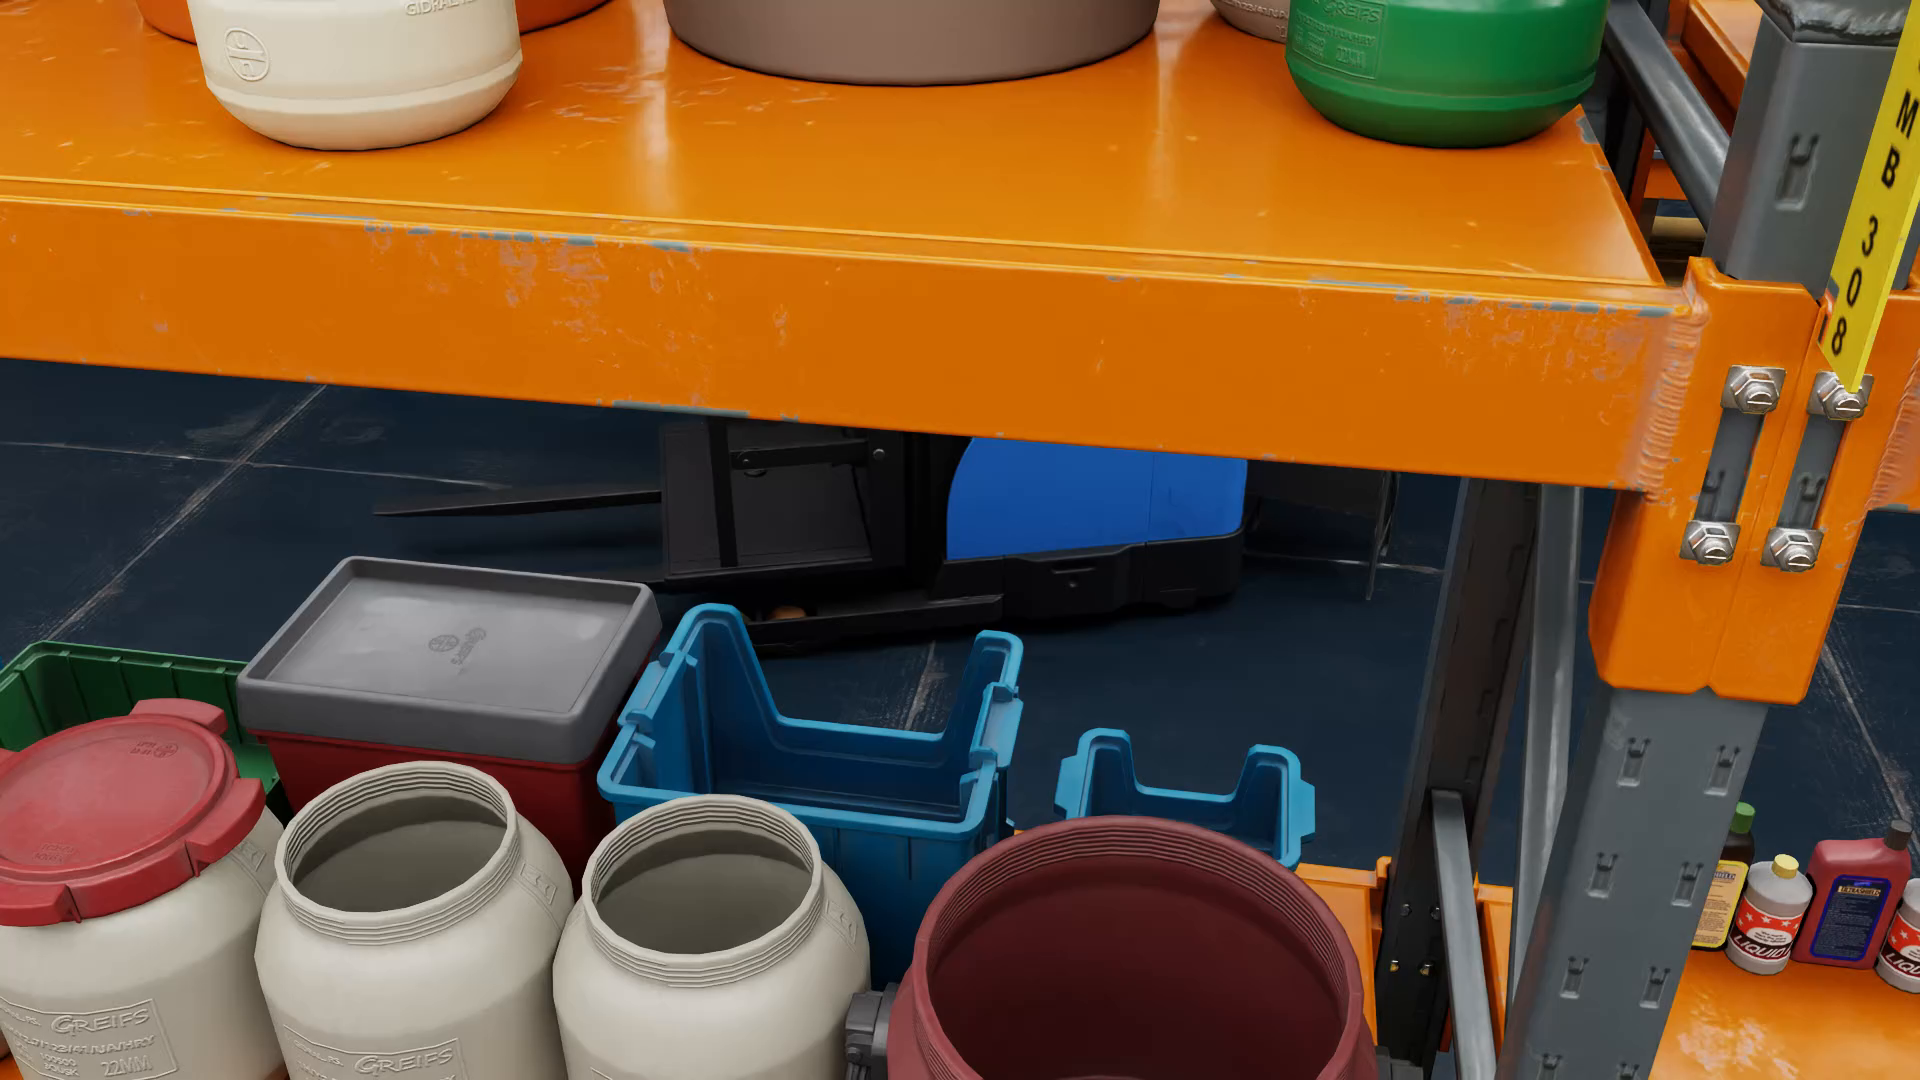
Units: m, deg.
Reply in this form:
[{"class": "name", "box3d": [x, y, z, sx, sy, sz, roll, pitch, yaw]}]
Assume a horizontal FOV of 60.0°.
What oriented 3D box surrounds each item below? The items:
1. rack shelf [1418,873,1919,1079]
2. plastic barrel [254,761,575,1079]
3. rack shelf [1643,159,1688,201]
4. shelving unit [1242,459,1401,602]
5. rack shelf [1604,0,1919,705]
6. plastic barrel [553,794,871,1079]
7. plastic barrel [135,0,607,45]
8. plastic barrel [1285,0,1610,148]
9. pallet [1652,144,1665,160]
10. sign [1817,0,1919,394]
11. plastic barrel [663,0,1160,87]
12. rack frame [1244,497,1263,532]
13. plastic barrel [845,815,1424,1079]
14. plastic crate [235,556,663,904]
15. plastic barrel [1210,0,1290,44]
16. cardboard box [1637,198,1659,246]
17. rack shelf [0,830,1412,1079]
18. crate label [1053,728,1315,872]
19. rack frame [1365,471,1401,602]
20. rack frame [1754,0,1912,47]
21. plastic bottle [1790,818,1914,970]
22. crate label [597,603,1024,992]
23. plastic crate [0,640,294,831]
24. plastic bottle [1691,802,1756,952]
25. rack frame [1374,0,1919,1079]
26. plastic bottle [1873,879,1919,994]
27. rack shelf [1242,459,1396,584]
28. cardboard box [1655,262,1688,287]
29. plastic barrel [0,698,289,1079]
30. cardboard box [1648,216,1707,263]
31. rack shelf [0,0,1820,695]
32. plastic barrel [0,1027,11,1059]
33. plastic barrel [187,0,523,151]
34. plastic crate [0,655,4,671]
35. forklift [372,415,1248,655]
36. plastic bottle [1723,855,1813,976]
[{"class": "rack shelf", "box3d": [2.689, 1.157, 2.252, 4.000, 0.370, 1.077, 5, 32, 8]}, {"class": "plastic barrel", "box3d": [-0.747, 0.609, 2.345, 0.421, 0.512, 0.421, 0, 32, 0]}, {"class": "rack shelf", "box3d": [3.526, -1.433, 6.390, 4.000, 0.370, 1.077, 5, 32, 8]}, {"class": "shelving unit", "box3d": [1.295, -0.819, 5.579, 0.503, 2.100, 0.431, 12, 34, 19]}, {"class": "rack shelf", "box3d": [2.689, -0.114, 1.456, 4.000, 0.370, 1.077, 5, 32, 8]}, {"class": "plastic barrel", "box3d": [-0.332, 0.647, 2.285, 0.421, 0.512, 0.421, 0, 32, 0]}, {"class": "plastic barrel", "box3d": [-0.700, -1.025, 1.828, 0.708, 0.830, 0.600, 5, 32, 8]}, {"class": "plastic barrel", "box3d": [0.466, -0.527, 1.584, 0.294, 0.245, 0.294, 0, 32, 0]}, {"class": "pallet", "box3d": [2.235, -1.811, 6.497, 1.003, 0.211, 1.213, 5, 32, 8]}, {"class": "sign", "box3d": [0.632, -0.265, 1.117, 0.005, 0.325, 0.100, 5, 32, 8]}, {"class": "plastic barrel", "box3d": [-0.055, -0.997, 1.716, 0.600, 0.901, 0.600, 0, 32, 0]}, {"class": "rack frame", "box3d": [1.069, -0.867, 5.657, 0.015, 2.100, 0.400, 12, 34, 19]}, {"class": "plastic barrel", "box3d": [0.209, 0.733, 2.123, 0.708, 0.536, 0.600, 5, 32, 8]}, {"class": "plastic crate", "box3d": [-0.824, 0.343, 2.815, 0.583, 0.464, 0.402, 5, 32, 8]}, {"class": "plastic barrel", "box3d": [0.463, -0.833, 1.821, 0.421, 0.512, 0.421, 0, 32, 0]}, {"class": "cardboard box", "box3d": [2.572, -1.398, 6.890, 0.500, 0.250, 0.500, 6, 33, 10]}, {"class": "rack shelf", "box3d": [-1.254, 0.800, 2.822, 4.000, 0.370, 1.077, 5, 32, 8]}, {"class": "crate label", "box3d": [0.366, 0.511, 2.764, 0.416, 0.233, 0.303, 5, 32, 8]}, {"class": "rack frame", "box3d": [1.521, -0.770, 5.501, 0.015, 2.100, 0.400, 12, 34, 19]}, {"class": "rack frame", "box3d": [0.718, -1.869, 0.754, 0.127, 3.000, 1.000, 5, 32, 8]}, {"class": "plastic bottle", "box3d": [1.416, 0.557, 2.643, 0.133, 0.283, 0.061, 5, 32, 8]}, {"class": "crate label", "box3d": [-0.216, 0.429, 2.704, 0.616, 0.435, 0.502, 5, 32, 8]}, {"class": "plastic crate", "box3d": [-1.461, 0.415, 2.960, 0.662, 0.188, 0.450, 5, 32, 8]}, {"class": "plastic bottle", "box3d": [1.188, 0.536, 2.676, 0.133, 0.283, 0.061, 5, 32, 8]}, {"class": "rack frame", "box3d": [0.718, 0.674, 2.346, 0.127, 3.000, 1.000, 5, 32, 8]}, {"class": "plastic bottle", "box3d": [1.526, 0.612, 2.633, 0.097, 0.201, 0.097, 0, 32, 0]}, {"class": "rack shelf", "box3d": [1.295, -0.214, 5.957, 0.480, 0.518, 0.431, 12, 34, 19]}, {"class": "cardboard box", "box3d": [2.966, -0.762, 6.581, 0.500, 0.500, 0.500, 5, 32, 8]}, {"class": "plastic barrel", "box3d": [-1.169, 0.564, 2.394, 0.433, 0.535, 0.433, 0, 32, 0]}, {"class": "cardboard box", "box3d": [3.026, -1.036, 7.019, 0.500, 0.500, 0.500, 4, 32, 6]}, {"class": "rack shelf", "box3d": [-1.254, -0.471, 2.026, 4.000, 0.370, 1.077, 5, 32, 8]}, {"class": "plastic barrel", "box3d": [-1.596, 0.525, 2.456, 0.433, 0.535, 0.433, 0, 32, 0]}, {"class": "plastic barrel", "box3d": [-0.575, -0.530, 1.573, 0.301, 0.262, 0.301, 0, 32, 0]}, {"class": "plastic crate", "box3d": [-2.085, 0.260, 3.023, 0.575, 0.384, 0.392, 5, 32, 8]}, {"class": "forklift", "box3d": [-0.576, -1.138, 5.306, 3.031, 2.935, 1.130, -5, 32, -8]}, {"class": "plastic bottle", "box3d": [1.299, 0.591, 2.666, 0.097, 0.201, 0.097, 0, 32, 0]}]
